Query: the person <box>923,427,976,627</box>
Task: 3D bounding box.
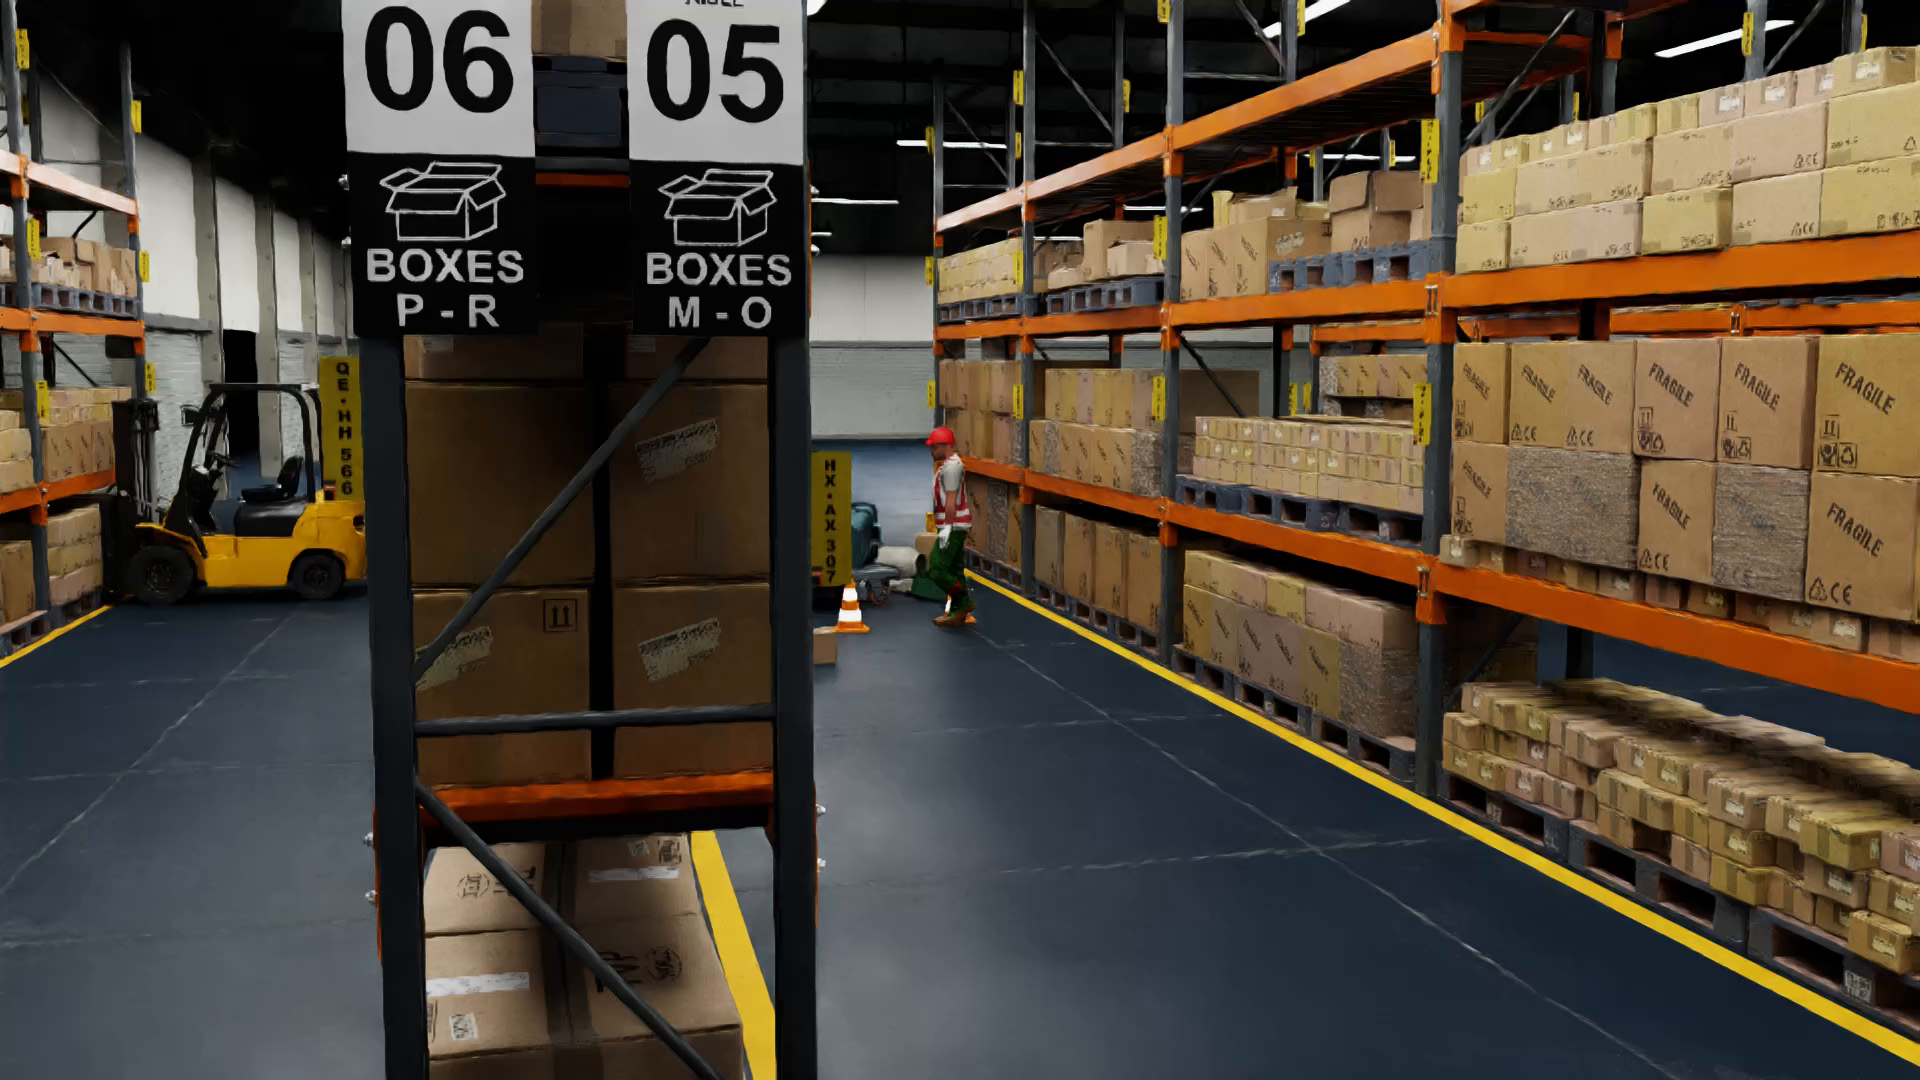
[{"bbox_3d":[-0.090,-0.094,14.425,0.459,1.770,0.671,-1,6,-5],"label":"person"}]
